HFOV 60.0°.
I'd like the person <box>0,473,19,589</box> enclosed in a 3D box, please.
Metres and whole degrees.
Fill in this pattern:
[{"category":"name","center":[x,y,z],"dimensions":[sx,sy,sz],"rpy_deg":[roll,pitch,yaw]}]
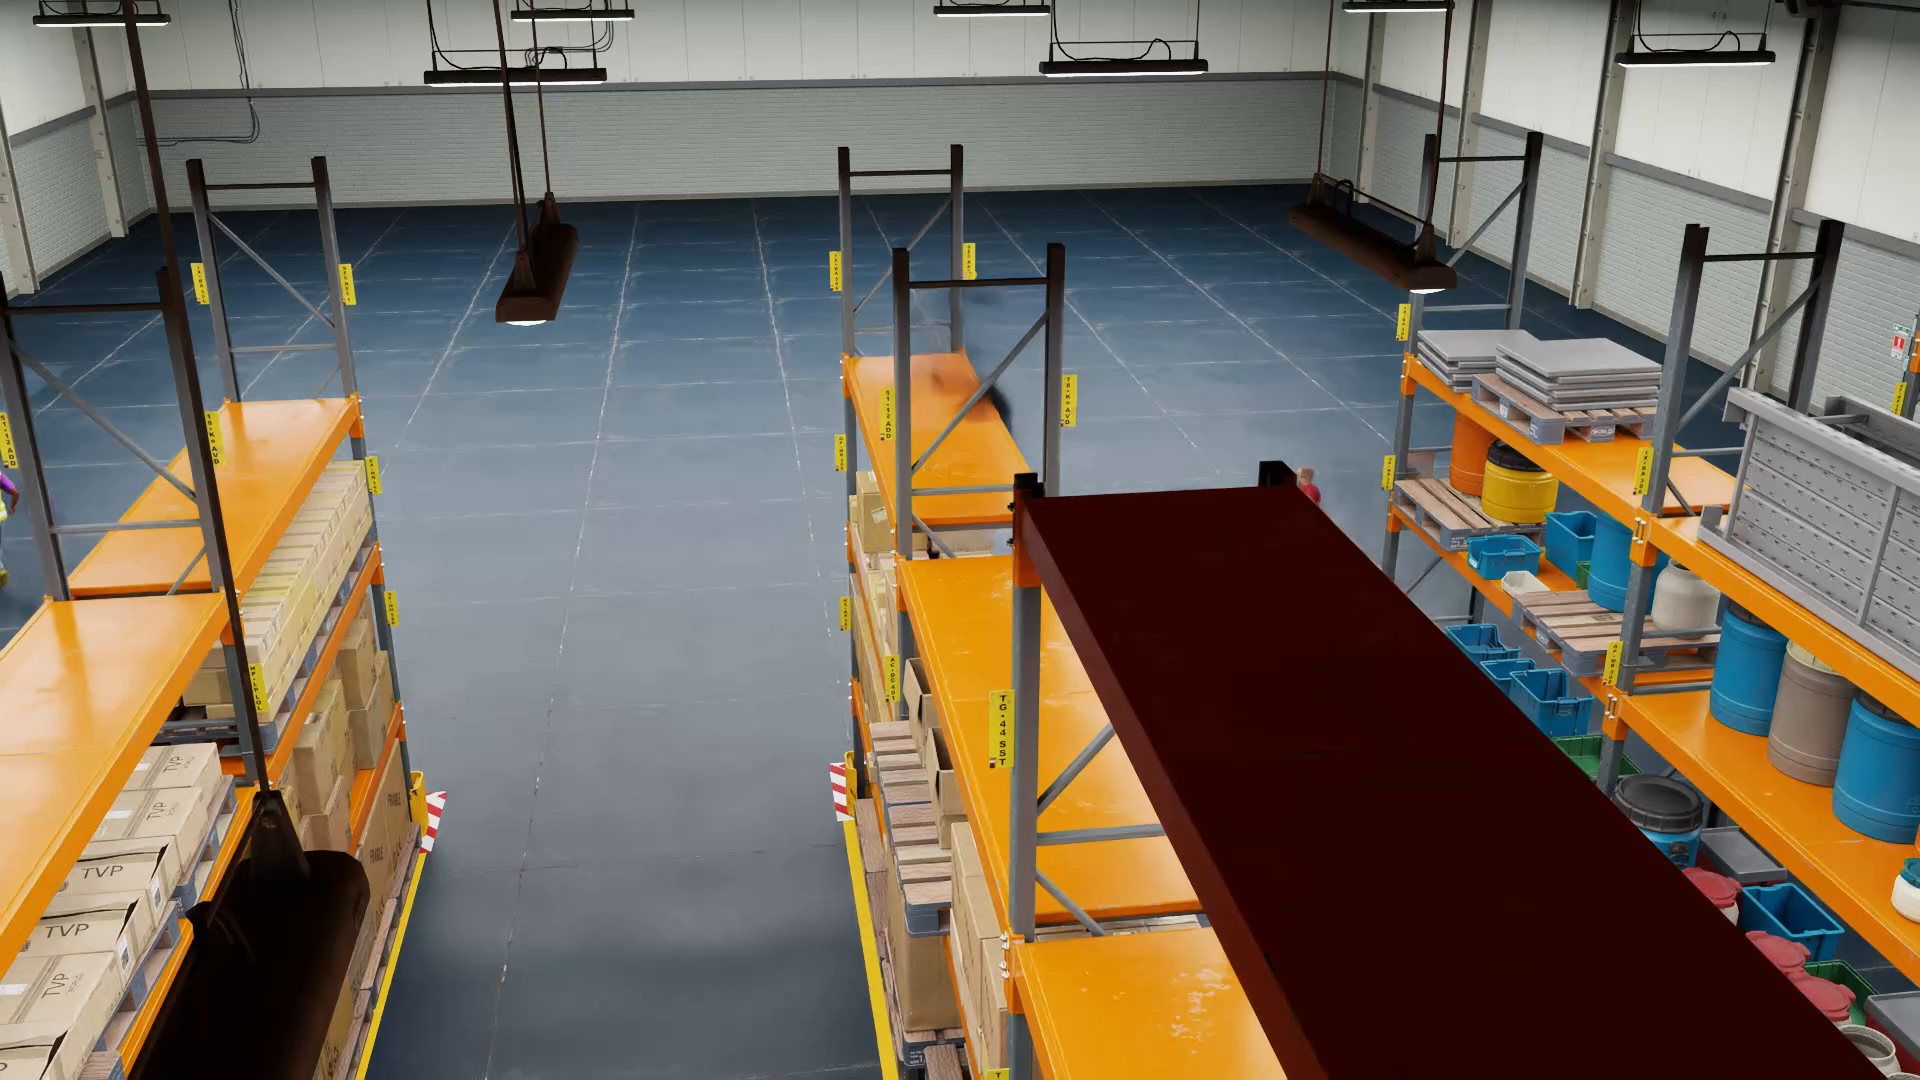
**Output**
[{"category":"person","center":[-11.599,-0.228,19.842],"dimensions":[0.831,1.742,0.705],"rpy_deg":[19,29,40]}]

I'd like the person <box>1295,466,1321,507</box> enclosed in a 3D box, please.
[{"category":"person","center":[4.045,-0.046,19.486],"dimensions":[0.600,1.702,0.683],"rpy_deg":[6,23,16]}]
